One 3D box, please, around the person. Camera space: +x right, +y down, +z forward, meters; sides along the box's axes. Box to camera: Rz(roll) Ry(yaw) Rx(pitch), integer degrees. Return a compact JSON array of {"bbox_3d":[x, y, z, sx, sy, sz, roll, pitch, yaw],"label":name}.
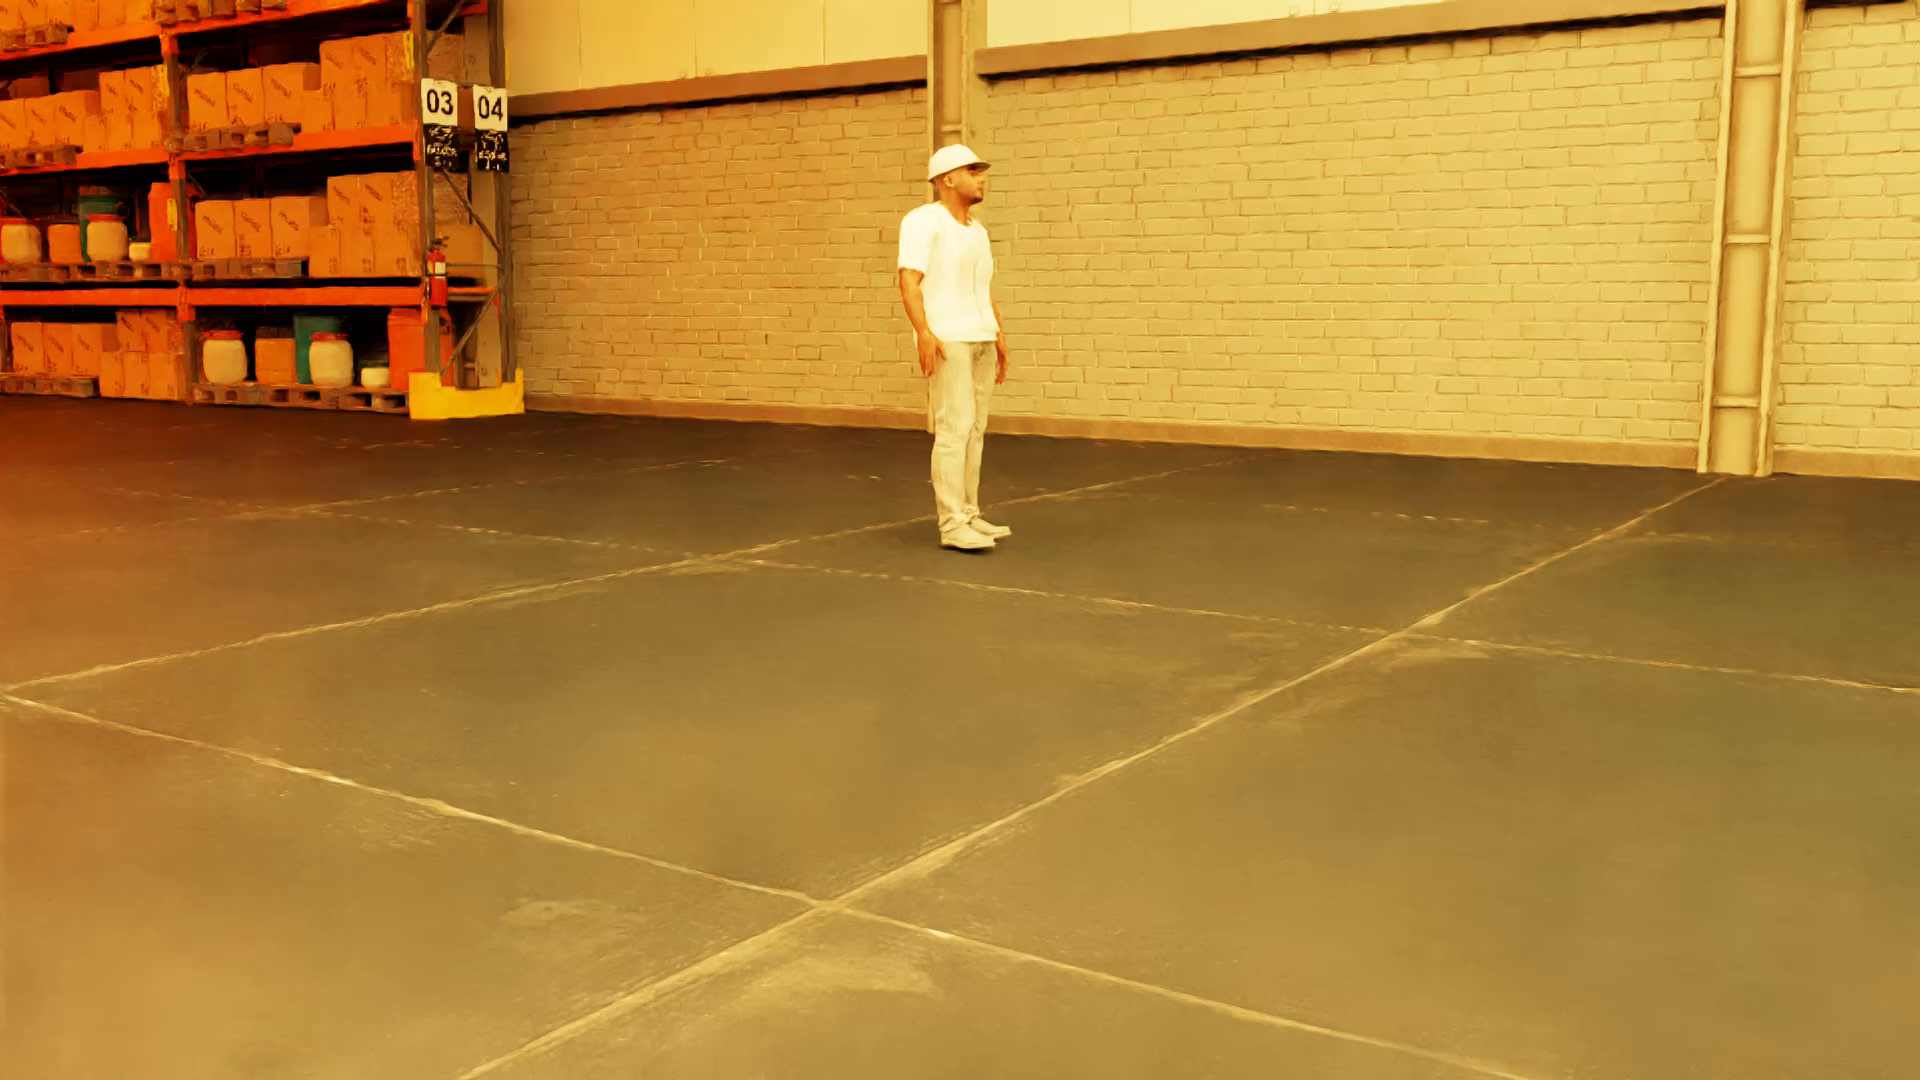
[{"bbox_3d":[0.055,-0.875,7.435,0.576,1.766,0.665,5,10,34],"label":"person"}]
